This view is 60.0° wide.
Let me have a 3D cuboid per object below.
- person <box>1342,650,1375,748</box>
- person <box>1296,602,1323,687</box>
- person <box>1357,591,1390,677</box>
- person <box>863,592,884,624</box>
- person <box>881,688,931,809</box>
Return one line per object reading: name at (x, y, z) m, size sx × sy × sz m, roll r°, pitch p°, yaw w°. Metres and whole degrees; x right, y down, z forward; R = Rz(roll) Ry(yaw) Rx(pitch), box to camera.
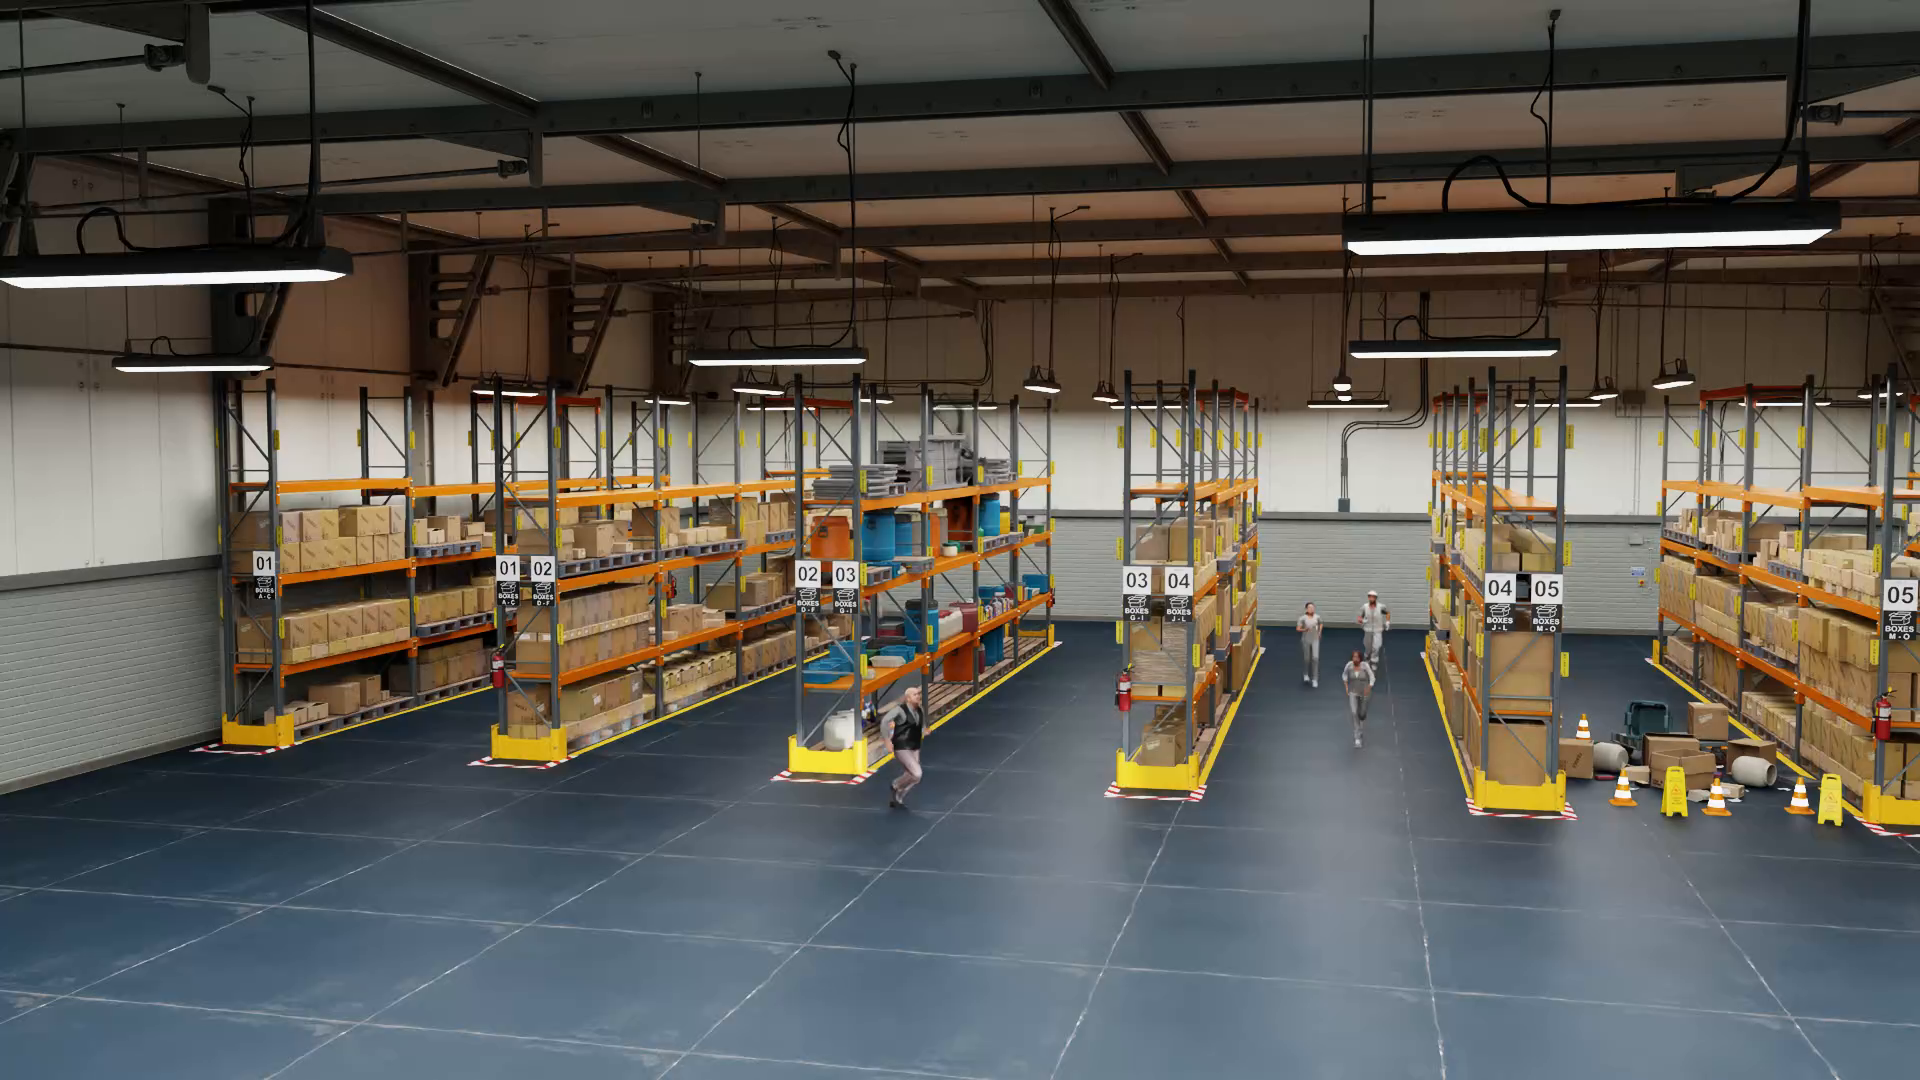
person at (6.592, 2.583, 27.513) m, size 0.536 × 1.586 × 0.941 m, roll 1°, pitch 4°, yaw 16°
person at (7.142, 2.108, 33.935) m, size 0.561 × 1.688 × 0.904 m, roll 0°, pitch 3°, yaw 3°
person at (8.818, 1.975, 35.476) m, size 0.672 × 1.798 × 1.002 m, roll 1°, pitch 4°, yaw 18°
person at (-2.327, 1.625, 42.813) m, size 0.733 × 1.645 × 0.601 m, roll -2°, pitch 4°, yaw -33°
person at (-0.685, 2.814, 22.362) m, size 0.670 × 1.658 × 0.647 m, roll 3°, pitch 4°, yaw 38°
